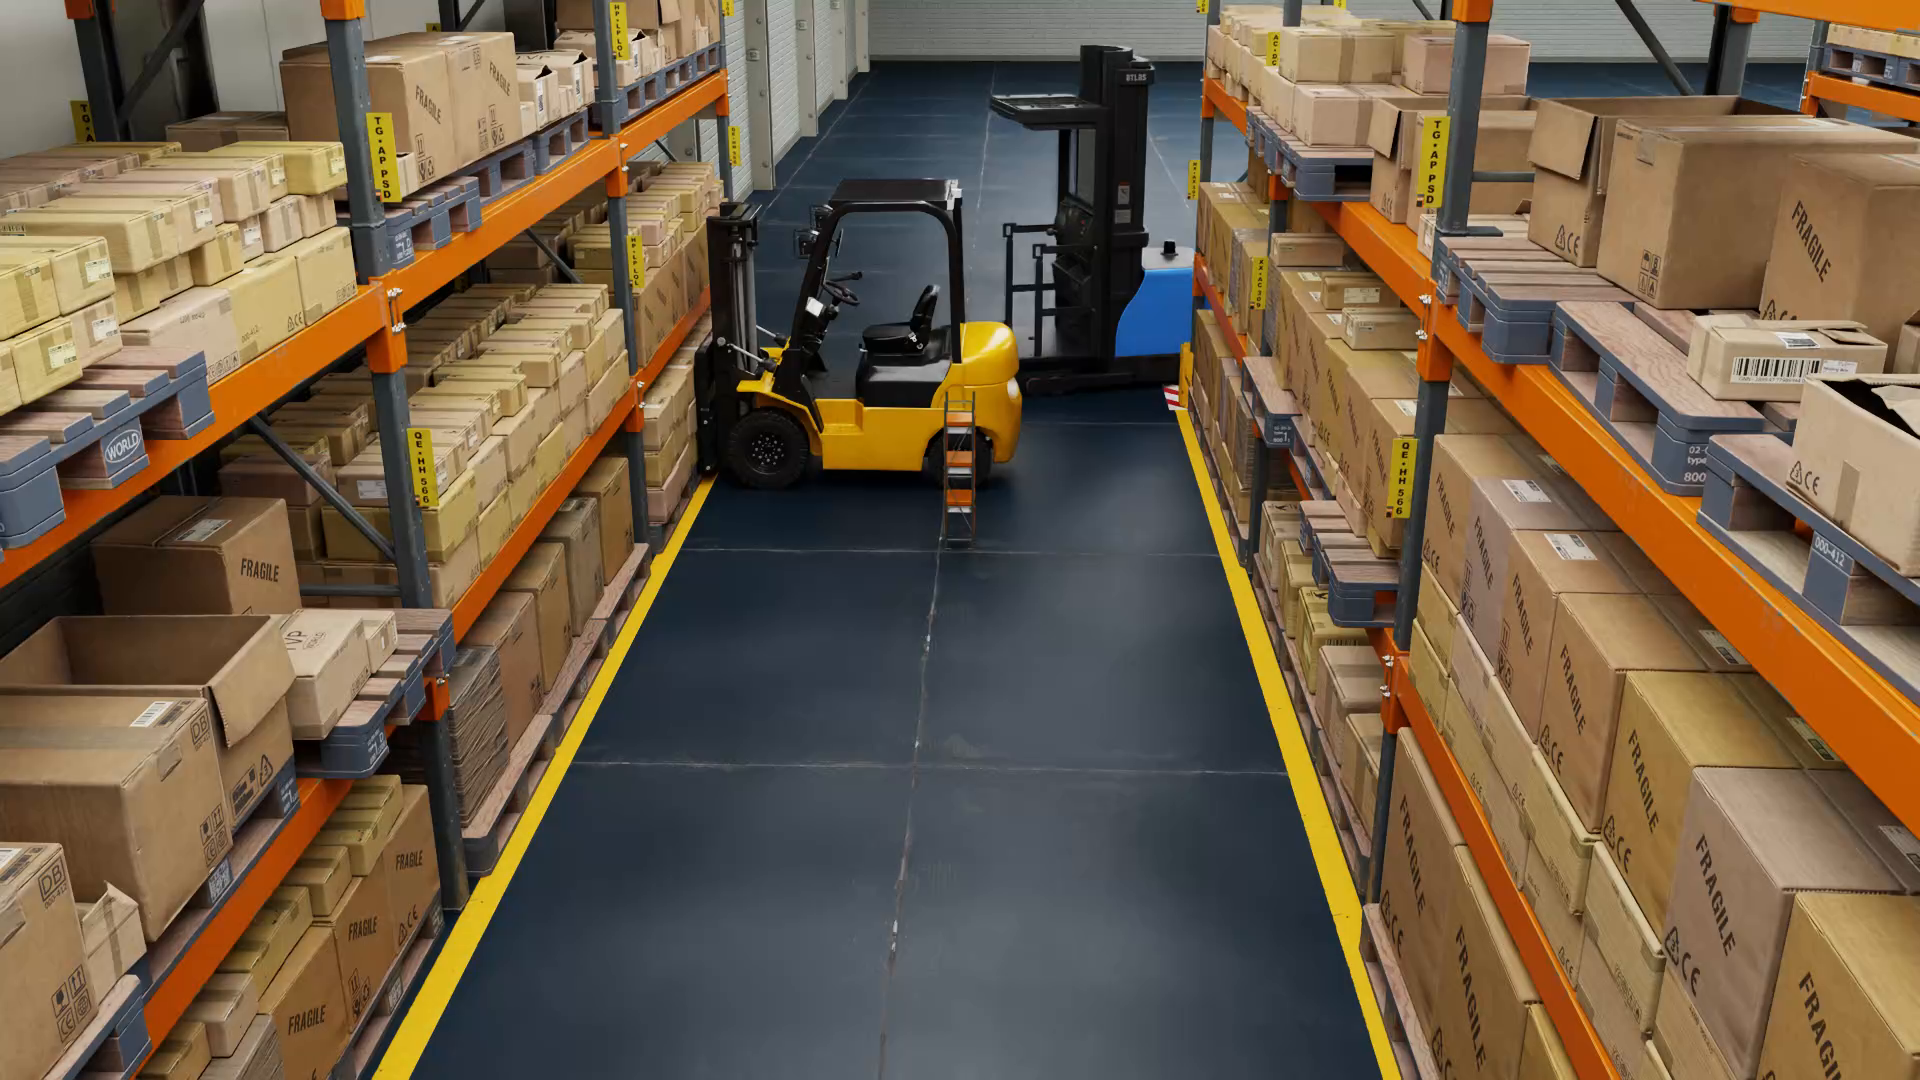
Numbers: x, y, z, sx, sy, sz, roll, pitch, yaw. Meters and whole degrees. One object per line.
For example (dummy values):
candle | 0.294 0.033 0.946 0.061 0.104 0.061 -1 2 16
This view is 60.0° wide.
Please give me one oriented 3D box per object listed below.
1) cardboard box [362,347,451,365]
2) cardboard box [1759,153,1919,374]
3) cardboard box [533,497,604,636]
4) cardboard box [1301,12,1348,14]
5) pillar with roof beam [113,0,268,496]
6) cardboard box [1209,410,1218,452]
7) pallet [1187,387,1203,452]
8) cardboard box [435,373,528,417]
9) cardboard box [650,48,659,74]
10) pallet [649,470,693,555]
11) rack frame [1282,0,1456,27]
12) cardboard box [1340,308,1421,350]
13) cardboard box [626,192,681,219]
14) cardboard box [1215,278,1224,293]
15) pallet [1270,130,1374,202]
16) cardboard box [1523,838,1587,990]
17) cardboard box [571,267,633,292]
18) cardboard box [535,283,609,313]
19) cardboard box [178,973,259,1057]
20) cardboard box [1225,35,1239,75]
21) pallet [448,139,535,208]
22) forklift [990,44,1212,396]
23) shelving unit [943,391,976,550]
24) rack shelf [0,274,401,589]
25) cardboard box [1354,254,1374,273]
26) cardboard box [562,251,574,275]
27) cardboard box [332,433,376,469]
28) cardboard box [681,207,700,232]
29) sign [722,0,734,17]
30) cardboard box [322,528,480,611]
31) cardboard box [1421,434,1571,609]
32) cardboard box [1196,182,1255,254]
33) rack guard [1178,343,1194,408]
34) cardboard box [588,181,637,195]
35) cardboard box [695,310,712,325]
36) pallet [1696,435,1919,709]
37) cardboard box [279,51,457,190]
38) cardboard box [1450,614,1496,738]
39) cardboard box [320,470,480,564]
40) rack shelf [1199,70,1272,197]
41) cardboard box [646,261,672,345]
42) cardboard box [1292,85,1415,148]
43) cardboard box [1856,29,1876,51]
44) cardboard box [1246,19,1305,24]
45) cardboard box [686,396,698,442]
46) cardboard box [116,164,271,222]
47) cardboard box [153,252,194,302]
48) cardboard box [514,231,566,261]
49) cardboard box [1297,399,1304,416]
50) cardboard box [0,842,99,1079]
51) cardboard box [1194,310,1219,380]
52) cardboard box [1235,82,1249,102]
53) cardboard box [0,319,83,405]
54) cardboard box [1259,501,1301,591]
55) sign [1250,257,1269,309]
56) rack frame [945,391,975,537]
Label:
cardboard box | -2.883 -0.907 8.686 0.380 0.149 0.250 1 21 2
cardboard box | 2.511 -0.735 4.410 0.500 0.500 0.500 1 21 2
cardboard box | -2.601 0.147 9.706 0.875 0.625 0.625 0 21 1
cardboard box | 2.708 -3.878 12.475 0.380 0.149 0.250 1 21 2
pillar with roof beam | 0.755 -3.018 6.868 9.100 9.000 0.400 1 21 2
cardboard box | 2.190 -0.870 12.845 0.500 0.250 0.500 2 21 5
pallet | 2.455 -1.006 13.829 1.003 0.211 1.213 1 21 2
cardboard box | -2.354 -0.715 8.191 0.380 0.149 0.250 1 21 3
cardboard box | -2.225 -3.194 11.096 0.380 0.149 0.250 1 21 3
pallet | -2.499 -0.221 11.806 1.003 0.211 1.213 1 21 2
rack frame | 2.396 -3.977 9.339 1.000 3.000 0.127 1 21 2
cardboard box | 2.042 -1.012 7.964 0.380 0.149 0.250 0 21 -1
cardboard box | -2.285 -2.481 12.331 0.380 0.149 0.250 1 21 2
cardboard box | 2.190 -2.017 12.929 0.380 0.149 0.250 1 21 3
pallet | 2.242 -1.894 8.377 1.213 0.211 1.003 1 21 2
cardboard box | 1.977 1.064 4.848 0.500 0.250 0.500 1 21 2
cardboard box | -2.293 -1.695 10.716 0.380 0.149 0.250 0 21 1
cardboard box | -2.354 -1.457 10.102 0.380 0.149 0.250 1 21 3
cardboard box | -2.517 1.540 5.391 0.380 0.149 0.250 0 21 -1
cardboard box | 2.220 -3.546 12.170 0.500 0.250 0.500 1 21 3
pallet | -2.725 -1.749 8.003 1.003 0.211 1.213 2 21 4
forklift | 0.830 -2.858 14.844 3.031 2.935 1.130 -5 22 -13
shelving unit | -0.002 -0.470 11.289 0.215 1.050 0.252 1 21 2
rack shelf | -2.748 -0.127 4.558 1.077 0.370 4.000 1 21 2
cardboard box | 2.611 -1.392 9.840 0.500 0.500 0.500 0 21 1
cardboard box | -2.823 -1.888 11.214 0.380 0.149 0.250 1 21 3
cardboard box | -2.937 -0.301 7.674 0.500 0.250 0.500 1 21 2
cardboard box | -2.189 -2.436 12.627 0.380 0.149 0.250 1 21 2
sign | -1.902 -4.443 13.572 0.100 0.325 0.005 1 21 2
cardboard box | -2.429 0.125 7.268 0.500 0.250 0.500 1 21 2
cardboard box | 2.015 -0.071 6.045 0.500 0.500 0.500 0 21 0
cardboard box | 2.226 -2.644 13.647 0.500 0.500 0.500 0 21 1
rack guard | 2.515 -1.434 14.533 1.175 0.500 0.348 1 21 2
cardboard box | -2.708 -2.674 12.827 0.380 0.149 0.250 1 21 3
cardboard box | -2.156 -1.705 13.616 0.500 0.250 0.500 1 21 3
pallet | 2.131 0.071 3.317 0.805 0.209 1.217 0 21 -1
cardboard box | -2.421 -1.734 6.848 0.500 0.500 0.500 1 21 2
cardboard box | 1.995 0.470 5.687 0.500 0.250 0.500 1 21 3
cardboard box | -2.404 -0.108 7.177 0.500 0.250 0.500 1 21 2
rack shelf | 2.457 -2.967 11.876 1.077 0.370 4.000 1 21 2
cardboard box | -2.292 -1.626 11.436 0.500 0.500 0.500 1 21 3
cardboard box | 1.970 -2.132 8.358 0.500 0.250 0.500 0 21 1
cardboard box | 7.123 -3.829 12.733 0.380 0.149 0.250 1 21 2
cardboard box | 2.225 -3.604 11.768 0.380 0.149 0.250 1 21 3
cardboard box | -2.202 -0.916 12.272 0.500 0.250 0.500 0 21 1
cardboard box | -2.473 -1.122 5.373 0.380 0.149 0.250 0 21 0
cardboard box | -2.539 -0.803 4.961 0.380 0.149 0.250 1 21 2
cardboard box | -2.809 -1.930 10.911 0.380 0.149 0.250 0 21 0
cardboard box | 2.065 -0.777 9.151 0.380 0.149 0.250 1 21 2
cardboard box | -2.555 1.057 3.940 0.700 0.500 0.500 1 21 2
cardboard box | 2.217 -1.593 13.672 0.500 0.500 0.500 0 21 0
cardboard box | 2.180 -3.229 11.904 0.380 0.149 0.250 0 21 0
cardboard box | -2.357 -0.430 3.971 0.380 0.149 0.250 1 21 3
cardboard box | 2.383 0.039 10.335 0.950 0.372 0.625 1 21 2
sign | 1.854 -1.587 10.276 0.100 0.325 0.005 1 21 2
rack frame | 0.002 -0.514 11.403 0.200 1.050 0.008 1 21 2
